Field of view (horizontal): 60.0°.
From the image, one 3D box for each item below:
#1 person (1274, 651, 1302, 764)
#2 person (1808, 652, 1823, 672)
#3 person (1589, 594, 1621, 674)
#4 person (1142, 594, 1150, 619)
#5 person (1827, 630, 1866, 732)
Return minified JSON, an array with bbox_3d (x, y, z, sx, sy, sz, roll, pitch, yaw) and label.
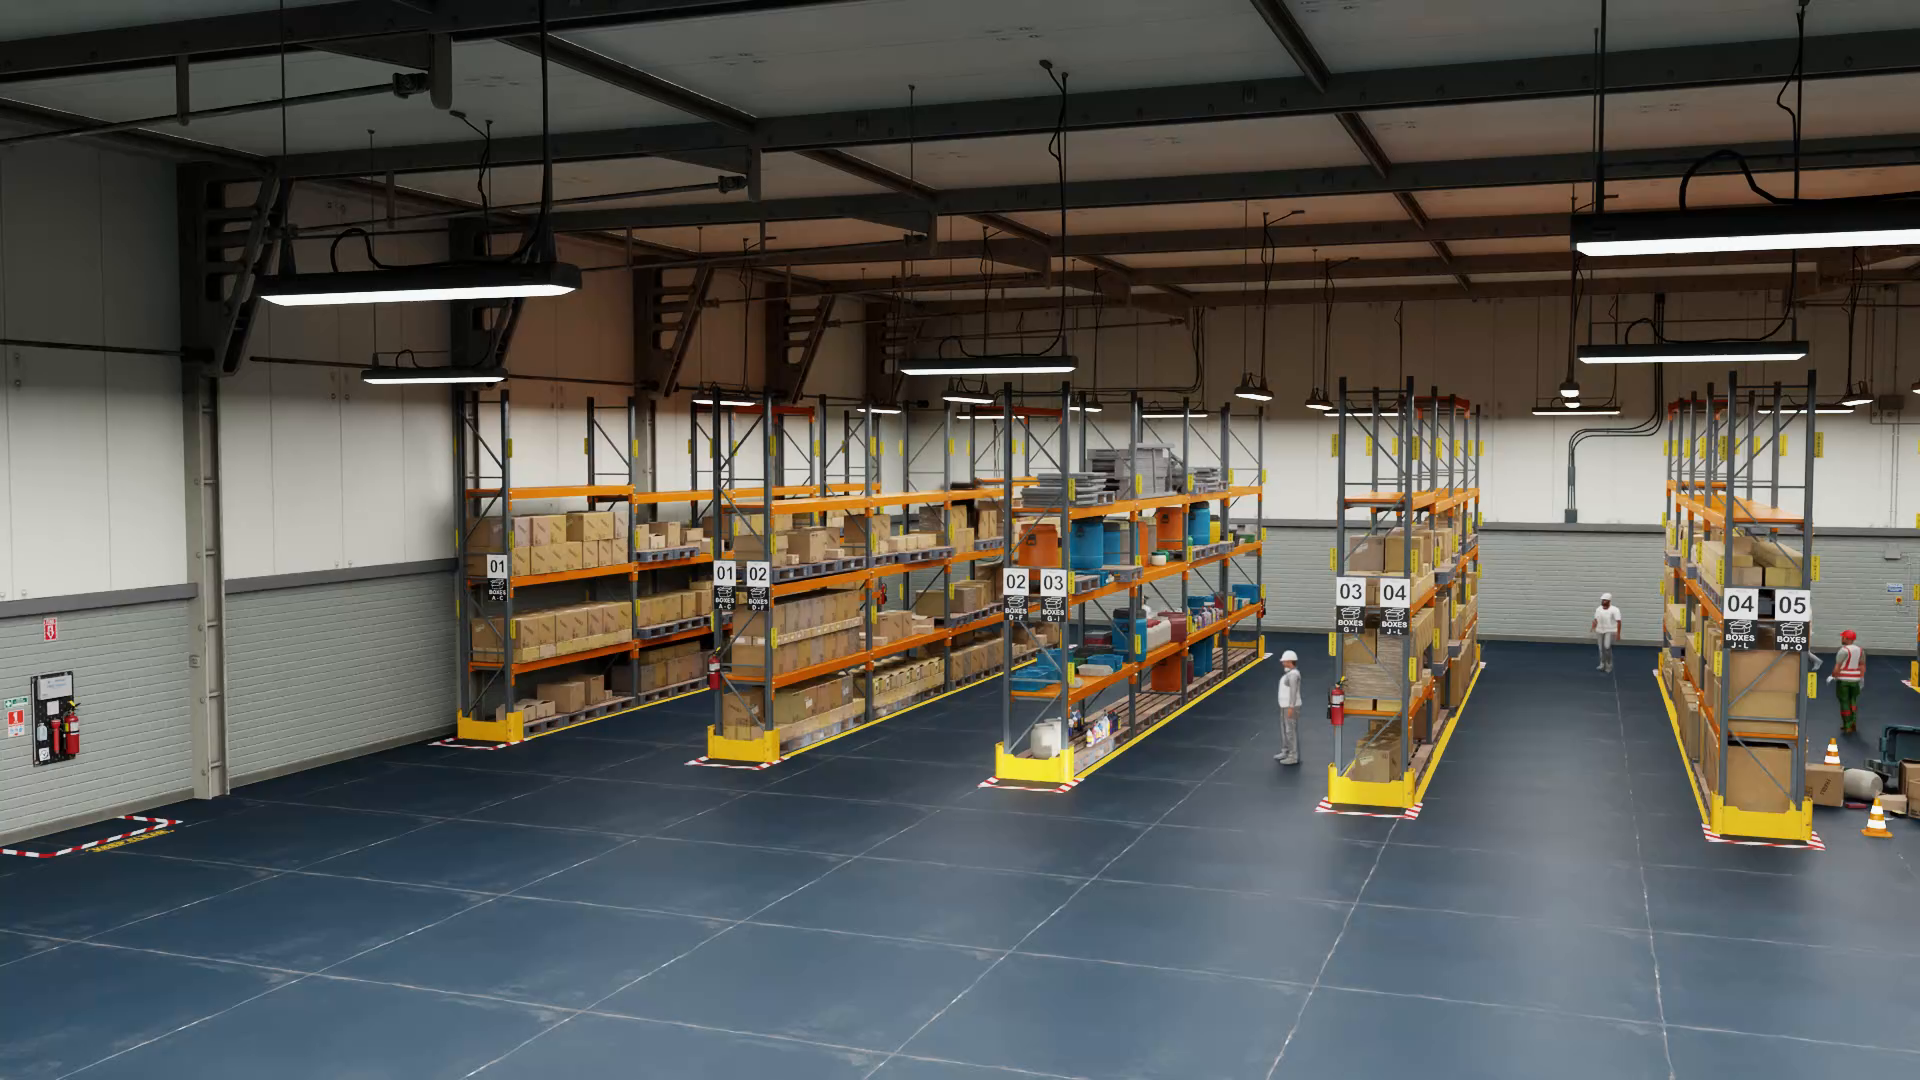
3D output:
[{"bbox_3d":[5.242,2.653,26.538,0.414,1.773,0.590,0,3,2],"label":"person"},{"bbox_3d":[18.799,2.072,37.149,0.827,1.723,0.558,0,3,8],"label":"person"},{"bbox_3d":[14.454,2.086,37.185,0.654,1.793,0.607,3,4,45],"label":"person"},{"bbox_3d":[4.180,2.040,38.472,0.502,1.629,0.908,1,3,21],"label":"person"},{"bbox_3d":[15.632,2.489,29.305,0.618,1.822,0.542,1,3,12],"label":"person"}]
